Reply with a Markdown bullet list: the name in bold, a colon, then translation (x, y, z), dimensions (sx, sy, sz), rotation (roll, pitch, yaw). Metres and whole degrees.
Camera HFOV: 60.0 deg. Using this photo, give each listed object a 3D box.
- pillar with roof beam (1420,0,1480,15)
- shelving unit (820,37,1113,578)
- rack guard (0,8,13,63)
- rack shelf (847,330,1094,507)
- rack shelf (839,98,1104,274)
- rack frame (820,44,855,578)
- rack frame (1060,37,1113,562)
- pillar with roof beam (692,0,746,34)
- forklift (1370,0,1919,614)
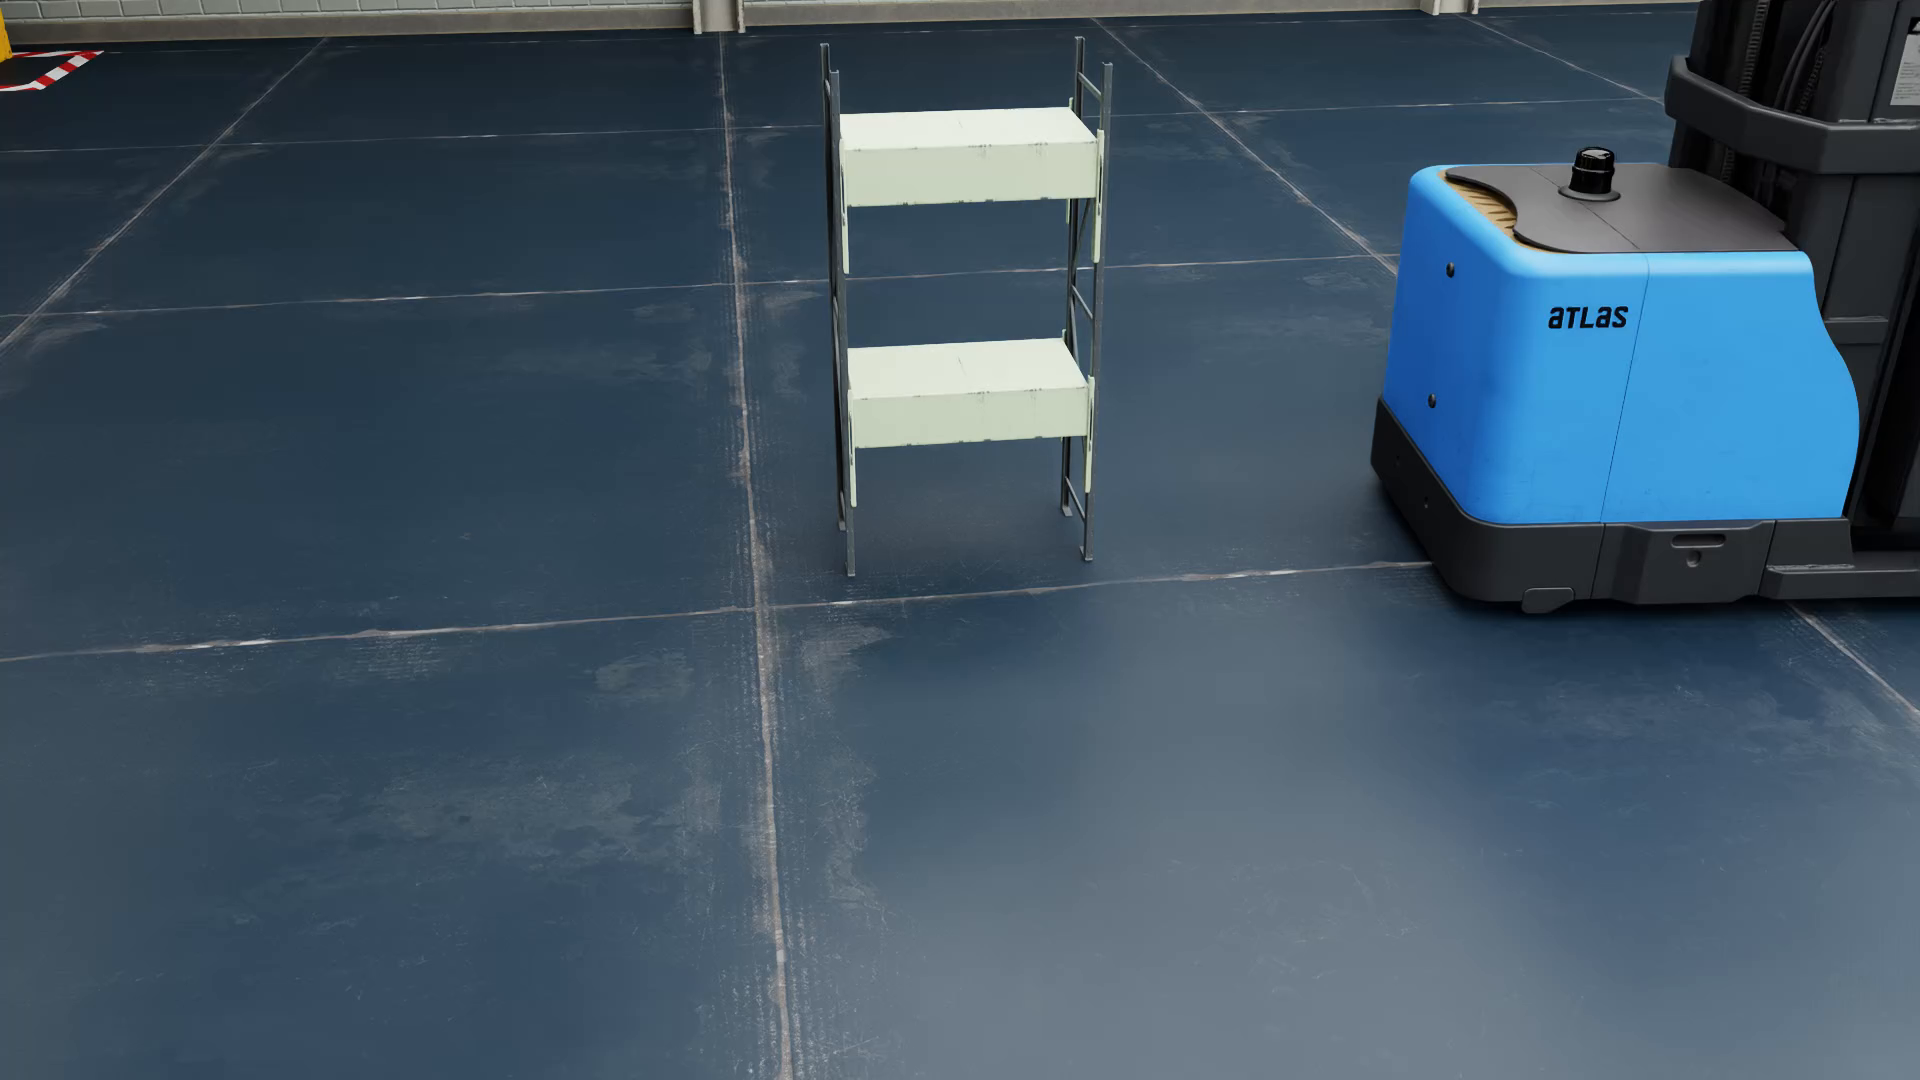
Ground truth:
- **pillar with roof beam**: translation (4.652, -6.450, 7.963), dimensions (0.400, 9.000, 9.100), rotation (-4, 27, -7)
- **shelving unit**: translation (0.007, -0.668, 4.908), dimensions (0.755, 1.500, 0.431), rotation (-4, 27, -7)
- **rack guard**: translation (-6.992, -3.490, 11.504), dimensions (0.348, 0.500, 1.175), rotation (-4, 27, -7)
- **rack shelf**: translation (0.007, -0.378, 5.057), dimensions (0.720, 0.370, 0.431), rotation (-4, 27, -7)
- **rack shelf**: translation (0.007, -1.015, 4.730), dimensions (0.720, 0.370, 0.431), rotation (-4, 27, -7)
- **rack frame**: translation (-0.356, -0.644, 4.863), dimensions (0.023, 1.500, 0.400), rotation (-4, 27, -7)
- **rack frame**: translation (0.369, -0.691, 4.954), dimensions (0.023, 1.500, 0.400), rotation (-4, 27, -7)
- **pillar with roof beam**: translation (-1.289, -6.068, 7.219), dimensions (0.400, 9.000, 9.100), rotation (-4, 27, -7)
- **forklift**: translation (2.913, -1.333, 4.637), dimensions (3.031, 2.935, 1.130), rotation (-1, 27, -2)
